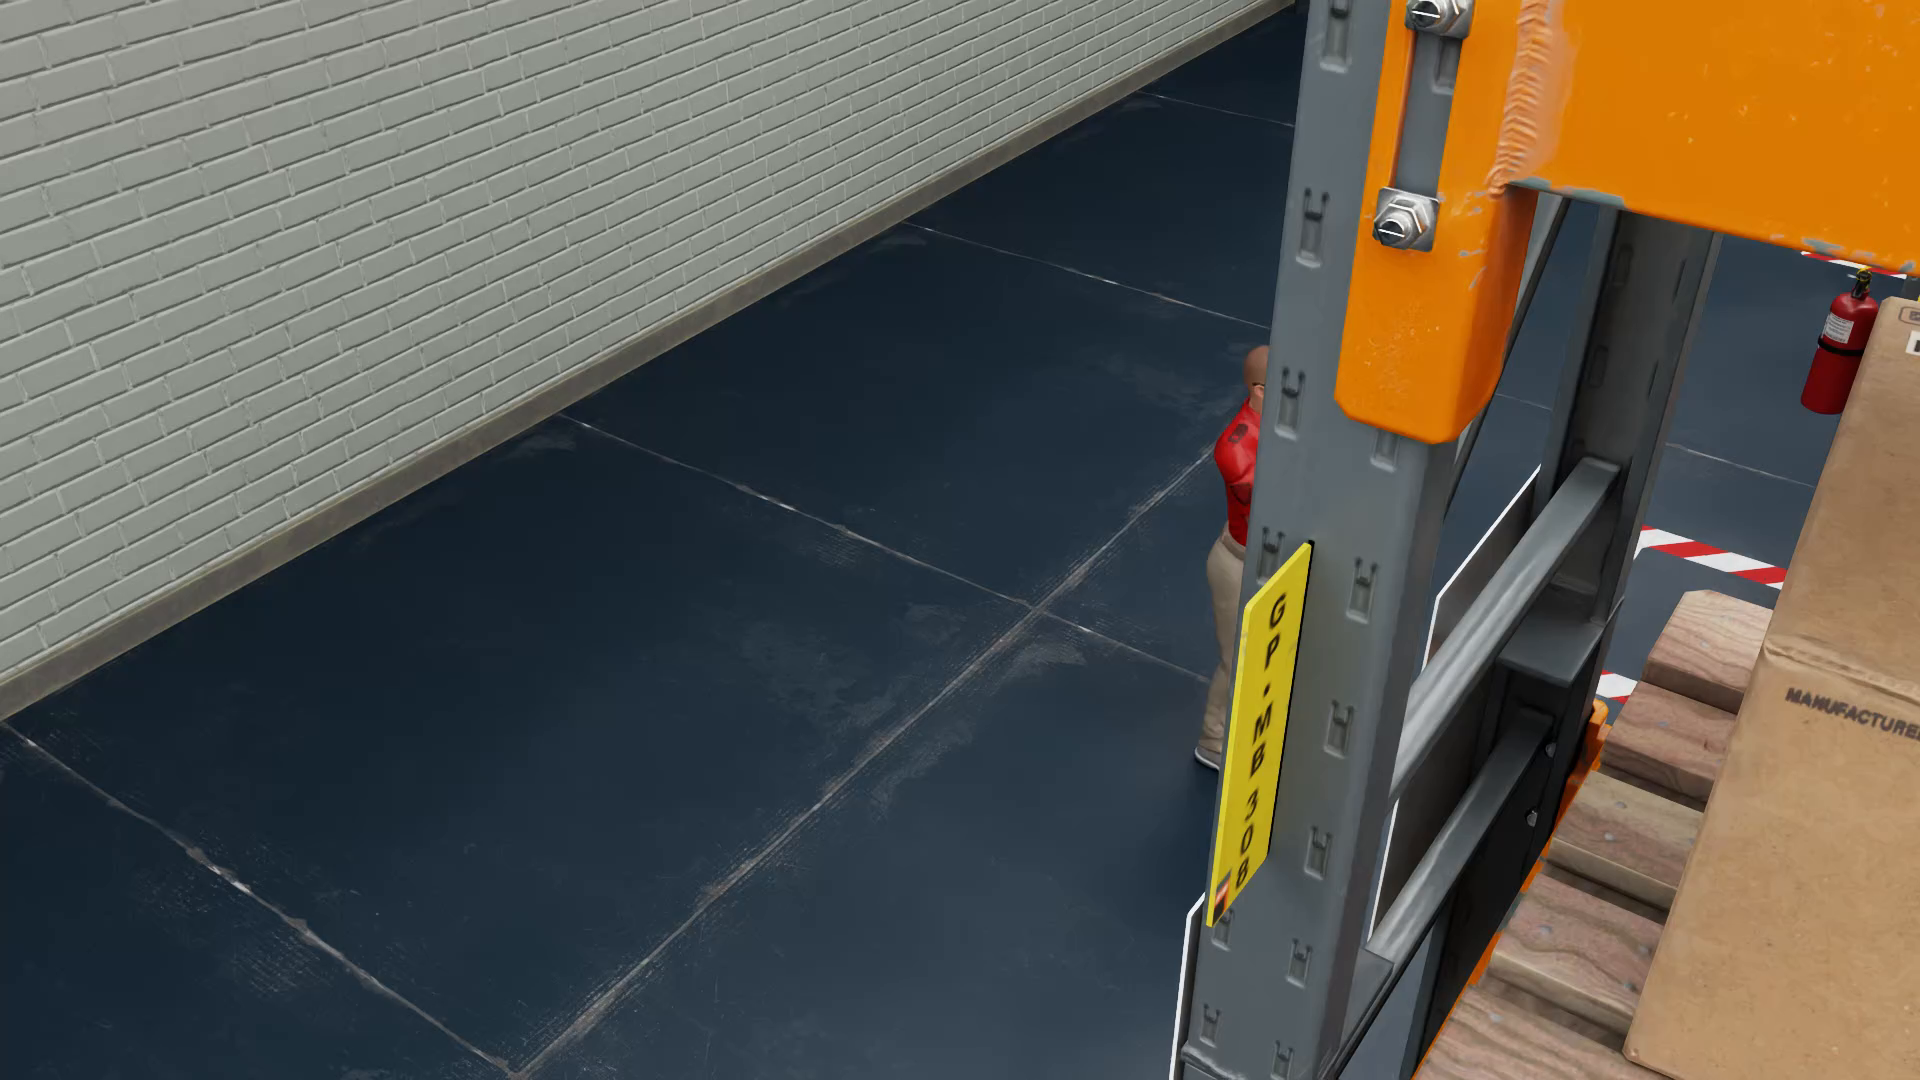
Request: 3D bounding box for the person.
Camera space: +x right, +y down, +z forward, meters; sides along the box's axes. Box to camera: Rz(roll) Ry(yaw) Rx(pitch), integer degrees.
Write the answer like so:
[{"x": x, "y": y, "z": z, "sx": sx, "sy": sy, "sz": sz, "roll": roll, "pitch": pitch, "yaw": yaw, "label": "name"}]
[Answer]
[{"x": 1.180, "y": 0.118, "z": 5.996, "sx": 0.531, "sy": 1.713, "sz": 0.494, "roll": 22, "pitch": 40, "yaw": 29, "label": "person"}]
